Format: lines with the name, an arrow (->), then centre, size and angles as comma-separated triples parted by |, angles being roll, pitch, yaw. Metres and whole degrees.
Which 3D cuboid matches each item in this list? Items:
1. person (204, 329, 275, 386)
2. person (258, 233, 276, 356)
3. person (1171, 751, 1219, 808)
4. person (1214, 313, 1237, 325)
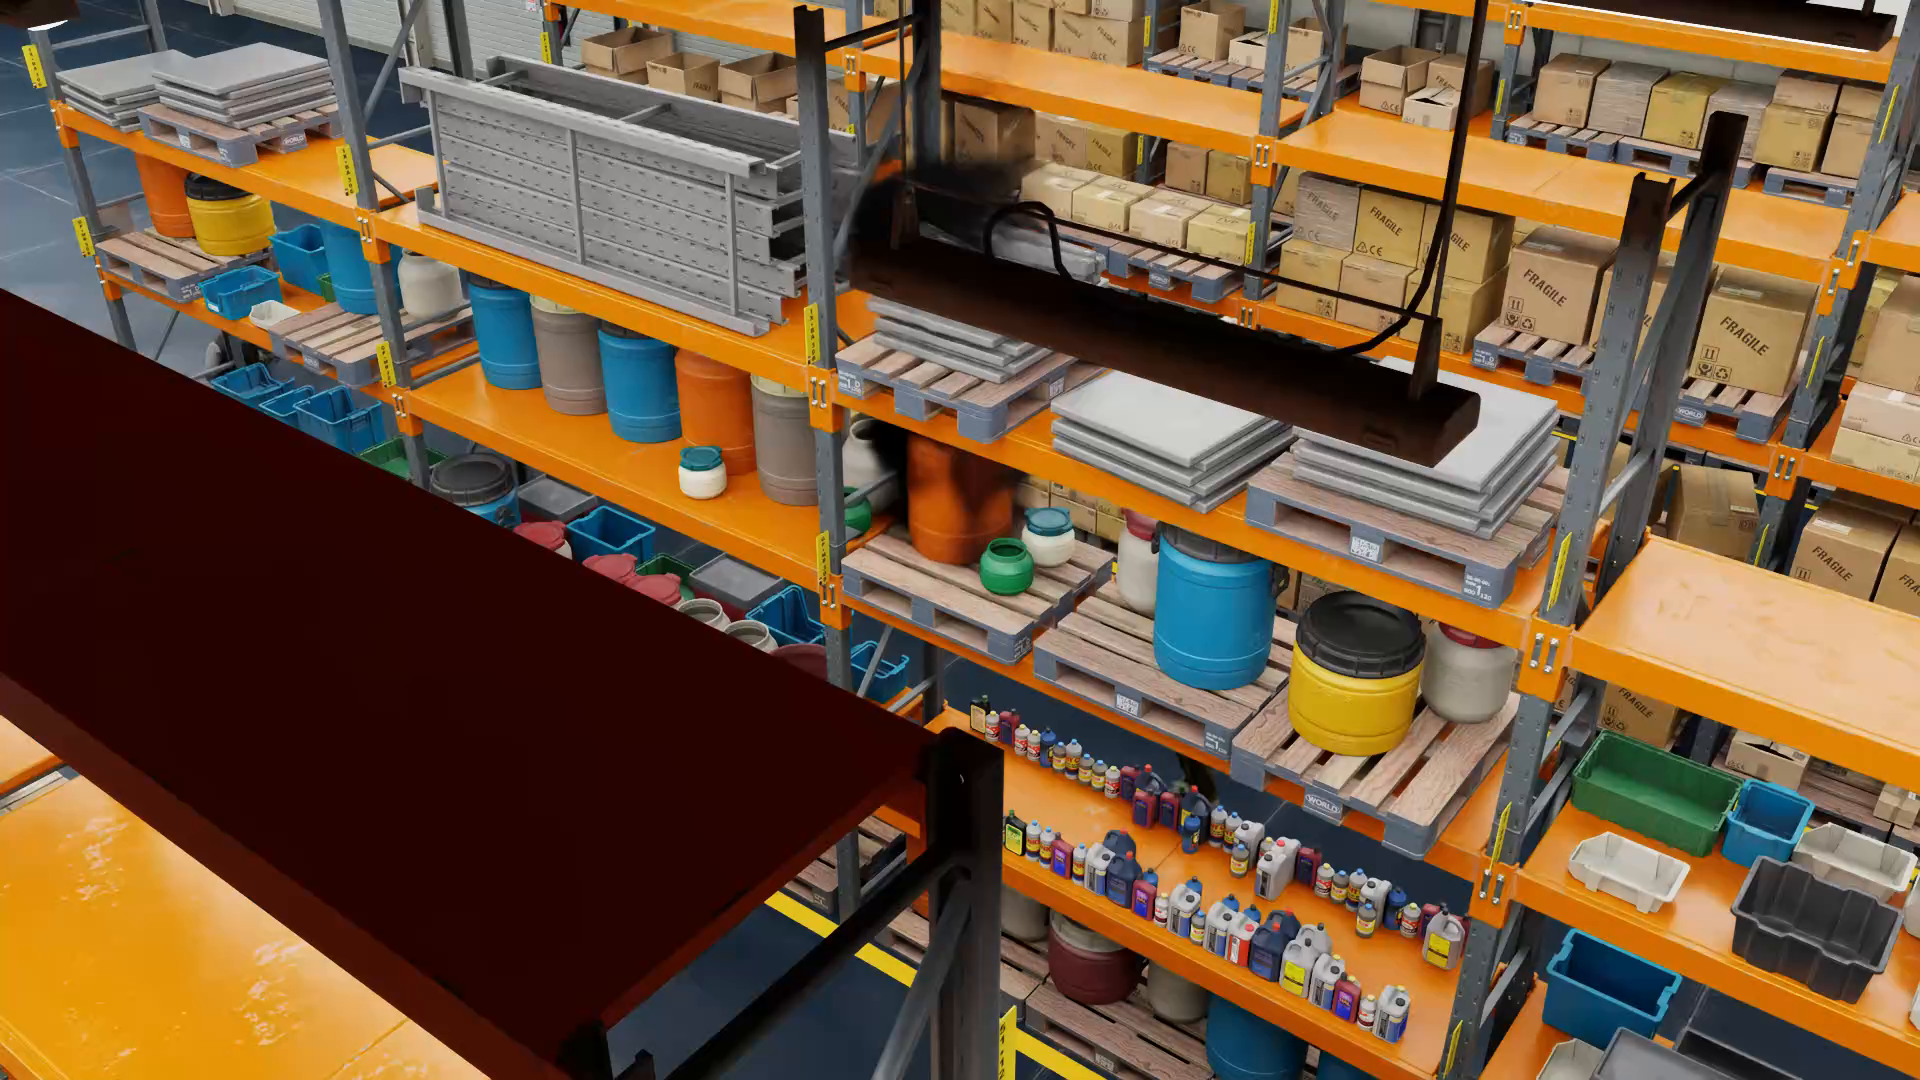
person -> -6.986, -1.461, 16.131 | 0.543, 1.680, 0.746 | 21, 37, 30
person -> -7.556, -2.828, 18.204 | 0.958, 1.747, 0.711 | -19, 36, -28
person -> 1.511, 1.047, 11.364 | 0.729, 1.833, 0.677 | 26, 40, 36
person -> 2.553, -1.627, 16.253 | 0.790, 1.840, 0.658 | 18, 36, 27
